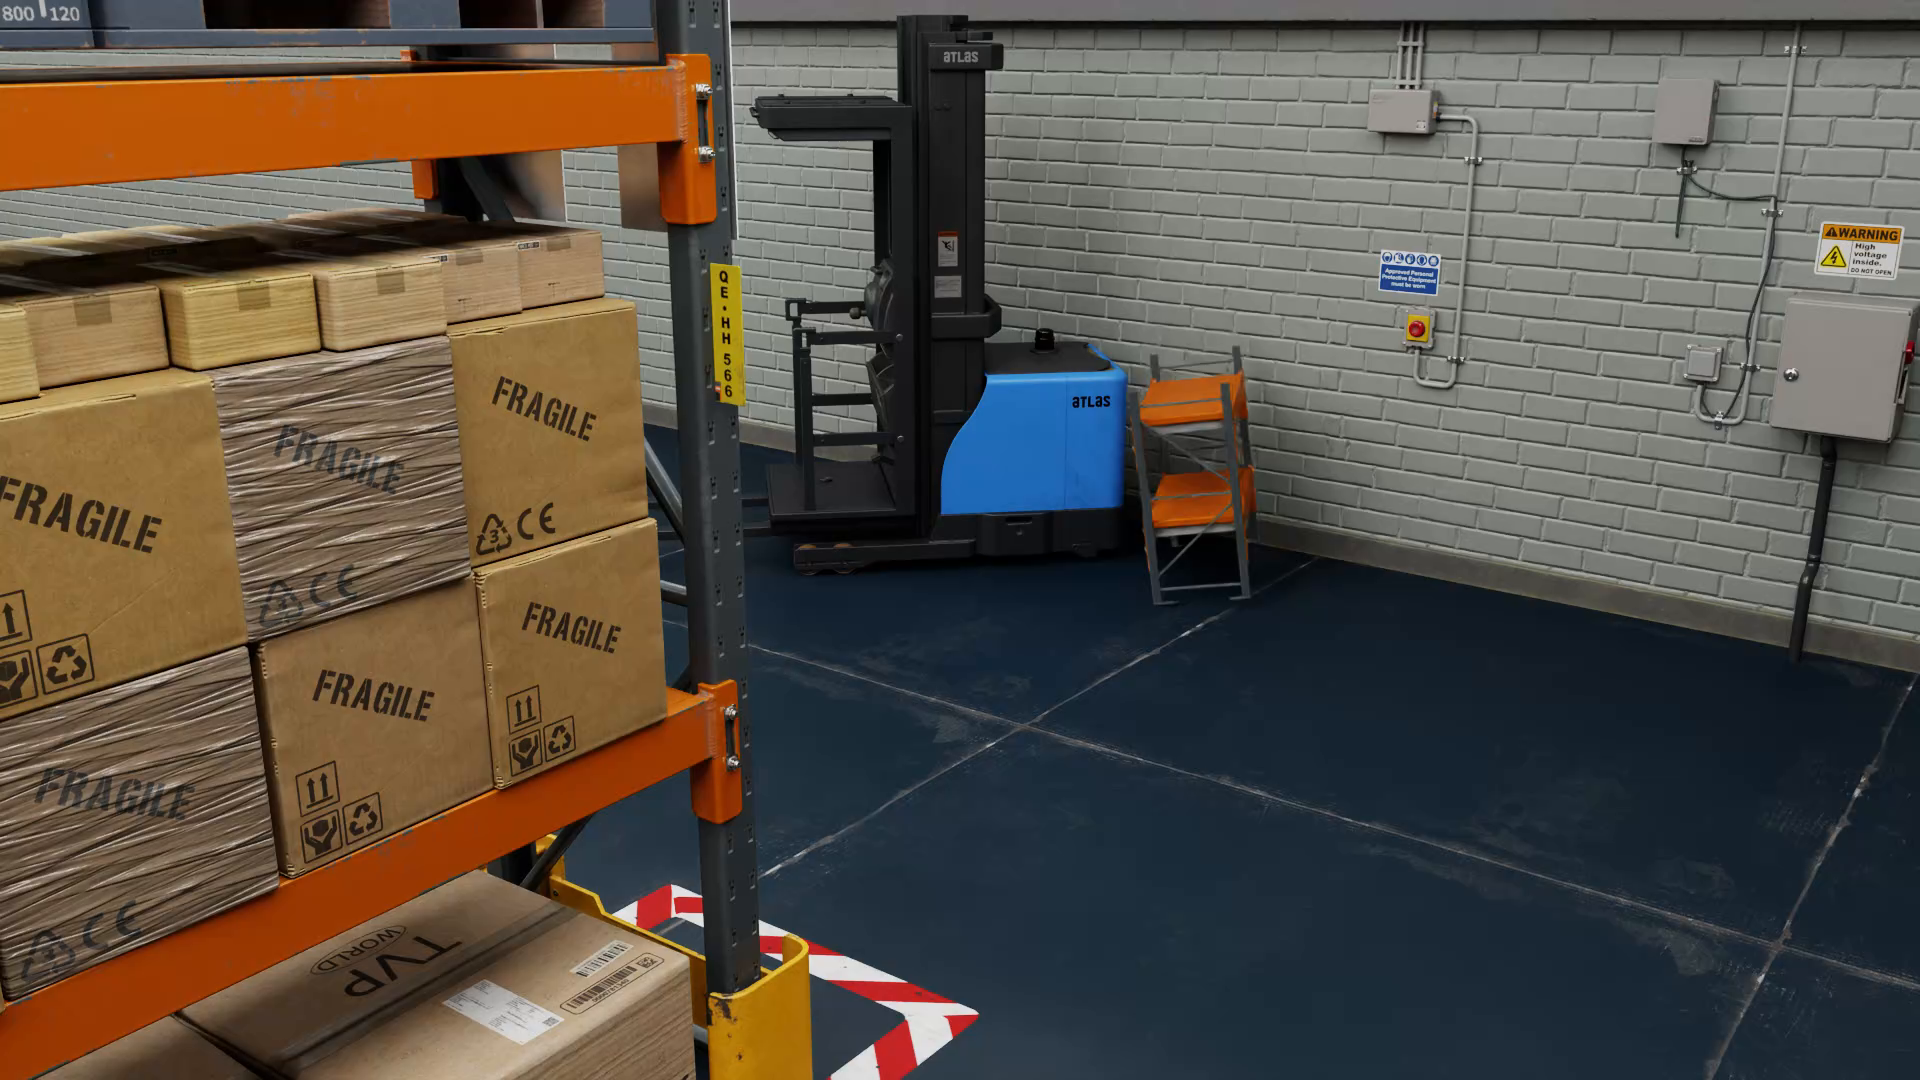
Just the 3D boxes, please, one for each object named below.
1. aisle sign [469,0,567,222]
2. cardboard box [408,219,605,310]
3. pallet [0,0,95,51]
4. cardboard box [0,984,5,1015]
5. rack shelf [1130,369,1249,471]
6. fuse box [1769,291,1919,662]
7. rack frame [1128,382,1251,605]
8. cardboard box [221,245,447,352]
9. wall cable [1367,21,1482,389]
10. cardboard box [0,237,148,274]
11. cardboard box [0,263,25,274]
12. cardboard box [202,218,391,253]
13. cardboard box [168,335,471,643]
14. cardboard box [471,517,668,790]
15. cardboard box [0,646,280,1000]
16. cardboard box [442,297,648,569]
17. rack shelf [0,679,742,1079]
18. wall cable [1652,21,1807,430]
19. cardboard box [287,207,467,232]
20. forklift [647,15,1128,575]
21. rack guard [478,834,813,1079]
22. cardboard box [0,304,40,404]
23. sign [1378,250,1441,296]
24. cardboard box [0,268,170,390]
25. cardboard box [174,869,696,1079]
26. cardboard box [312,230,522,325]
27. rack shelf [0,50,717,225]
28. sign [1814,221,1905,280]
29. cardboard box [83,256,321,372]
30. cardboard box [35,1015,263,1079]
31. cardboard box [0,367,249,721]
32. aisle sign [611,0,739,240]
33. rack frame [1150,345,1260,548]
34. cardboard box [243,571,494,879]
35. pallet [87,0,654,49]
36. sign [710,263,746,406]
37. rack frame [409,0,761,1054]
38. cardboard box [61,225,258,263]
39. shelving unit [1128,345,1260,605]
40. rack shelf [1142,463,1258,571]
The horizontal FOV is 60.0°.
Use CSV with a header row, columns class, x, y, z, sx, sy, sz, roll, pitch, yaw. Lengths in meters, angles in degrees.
class,x,y,z,sx,sy,sz,roll,pitch,yaw
aisle sign,-1.160,-1.220,4.232,0.394,0.787,0.004,12,21,35
cardboard box,-1.023,-0.624,3.749,0.380,0.149,0.250,13,21,35
pallet,-2.130,-0.830,2.451,1.003,0.211,1.213,12,21,35
cardboard box,-1.952,0.570,2.682,0.500,0.500,0.500,13,22,36
rack shelf,1.234,-0.648,8.830,0.538,0.278,1.000,-5,16,14
fuse box,3.971,-0.236,7.619,0.539,1.711,0.414,12,21,35
rack frame,1.169,-0.222,8.432,0.500,1.125,0.032,-5,16,14
cardboard box,-1.241,-0.483,3.294,0.380,0.149,0.250,12,21,34
wall cable,2.371,-1.758,8.580,0.585,1.953,0.123,12,21,35
cardboard box,-1.892,-0.527,3.435,0.380,0.149,0.250,12,21,33
cardboard box,-2.006,-0.455,3.204,0.380,0.149,0.250,13,21,35
cardboard box,-1.503,-0.635,3.782,0.380,0.149,0.250,13,22,36
cardboard box,-1.354,-0.149,3.311,0.500,0.500,0.500,13,21,35
cardboard box,-1.045,0.204,3.862,0.500,0.500,0.500,13,21,35
cardboard box,-1.654,0.445,3.085,0.500,0.500,0.500,13,22,36
cardboard box,-1.066,-0.279,3.729,0.500,0.500,0.500,13,22,36
rack shelf,-2.162,0.910,2.970,1.077,0.370,4.000,12,21,35
wall cable,3.517,-1.495,7.786,0.588,1.984,0.122,12,21,35
cardboard box,-1.404,-0.710,4.023,0.380,0.149,0.250,13,21,36
forklift,-0.624,-1.374,9.225,3.031,2.935,1.130,-2,17,-8
rack guard,-0.956,1.278,4.786,1.175,0.500,0.348,12,21,35
cardboard box,-1.739,-0.311,2.739,0.380,0.149,0.250,13,22,36
sign,2.369,-1.410,8.770,0.327,0.218,0.001,12,21,35
cardboard box,-1.637,-0.381,2.964,0.380,0.149,0.250,12,21,34
cardboard box,-1.283,1.288,4.152,0.875,0.438,0.875,12,21,33
cardboard box,-1.155,-0.560,3.540,0.380,0.149,0.250,13,21,36
rack shelf,-2.162,-0.523,2.525,1.077,0.370,4.000,12,21,35
sign,4.050,-1.305,7.496,0.339,0.242,0.001,12,21,35
cardboard box,-1.424,-0.431,3.125,0.380,0.149,0.250,13,21,36
cardboard box,-1.821,1.507,3.445,0.875,0.438,0.875,13,22,36
cardboard box,-1.651,-0.032,2.934,0.500,0.500,0.500,12,21,34
aisle sign,-0.678,-1.114,3.890,0.394,0.787,0.004,12,21,35
rack frame,1.383,-0.515,9.382,0.500,1.125,0.032,-5,16,14
cardboard box,-1.356,0.320,3.485,0.500,0.500,0.500,12,21,34
pallet,-1.404,-1.122,3.390,1.003,0.211,1.213,12,21,35
sign,-0.542,-0.477,3.871,0.100,0.325,0.005,12,21,35
rack frame,-0.970,0.090,4.397,1.000,3.000,0.127,12,21,35
cardboard box,-1.750,-0.593,3.647,0.380,0.149,0.250,13,22,36
shelving unit,1.276,-0.369,8.907,0.538,1.125,1.048,-5,16,14
rack shelf,1.311,-0.135,8.971,0.538,0.278,1.000,-5,16,14
